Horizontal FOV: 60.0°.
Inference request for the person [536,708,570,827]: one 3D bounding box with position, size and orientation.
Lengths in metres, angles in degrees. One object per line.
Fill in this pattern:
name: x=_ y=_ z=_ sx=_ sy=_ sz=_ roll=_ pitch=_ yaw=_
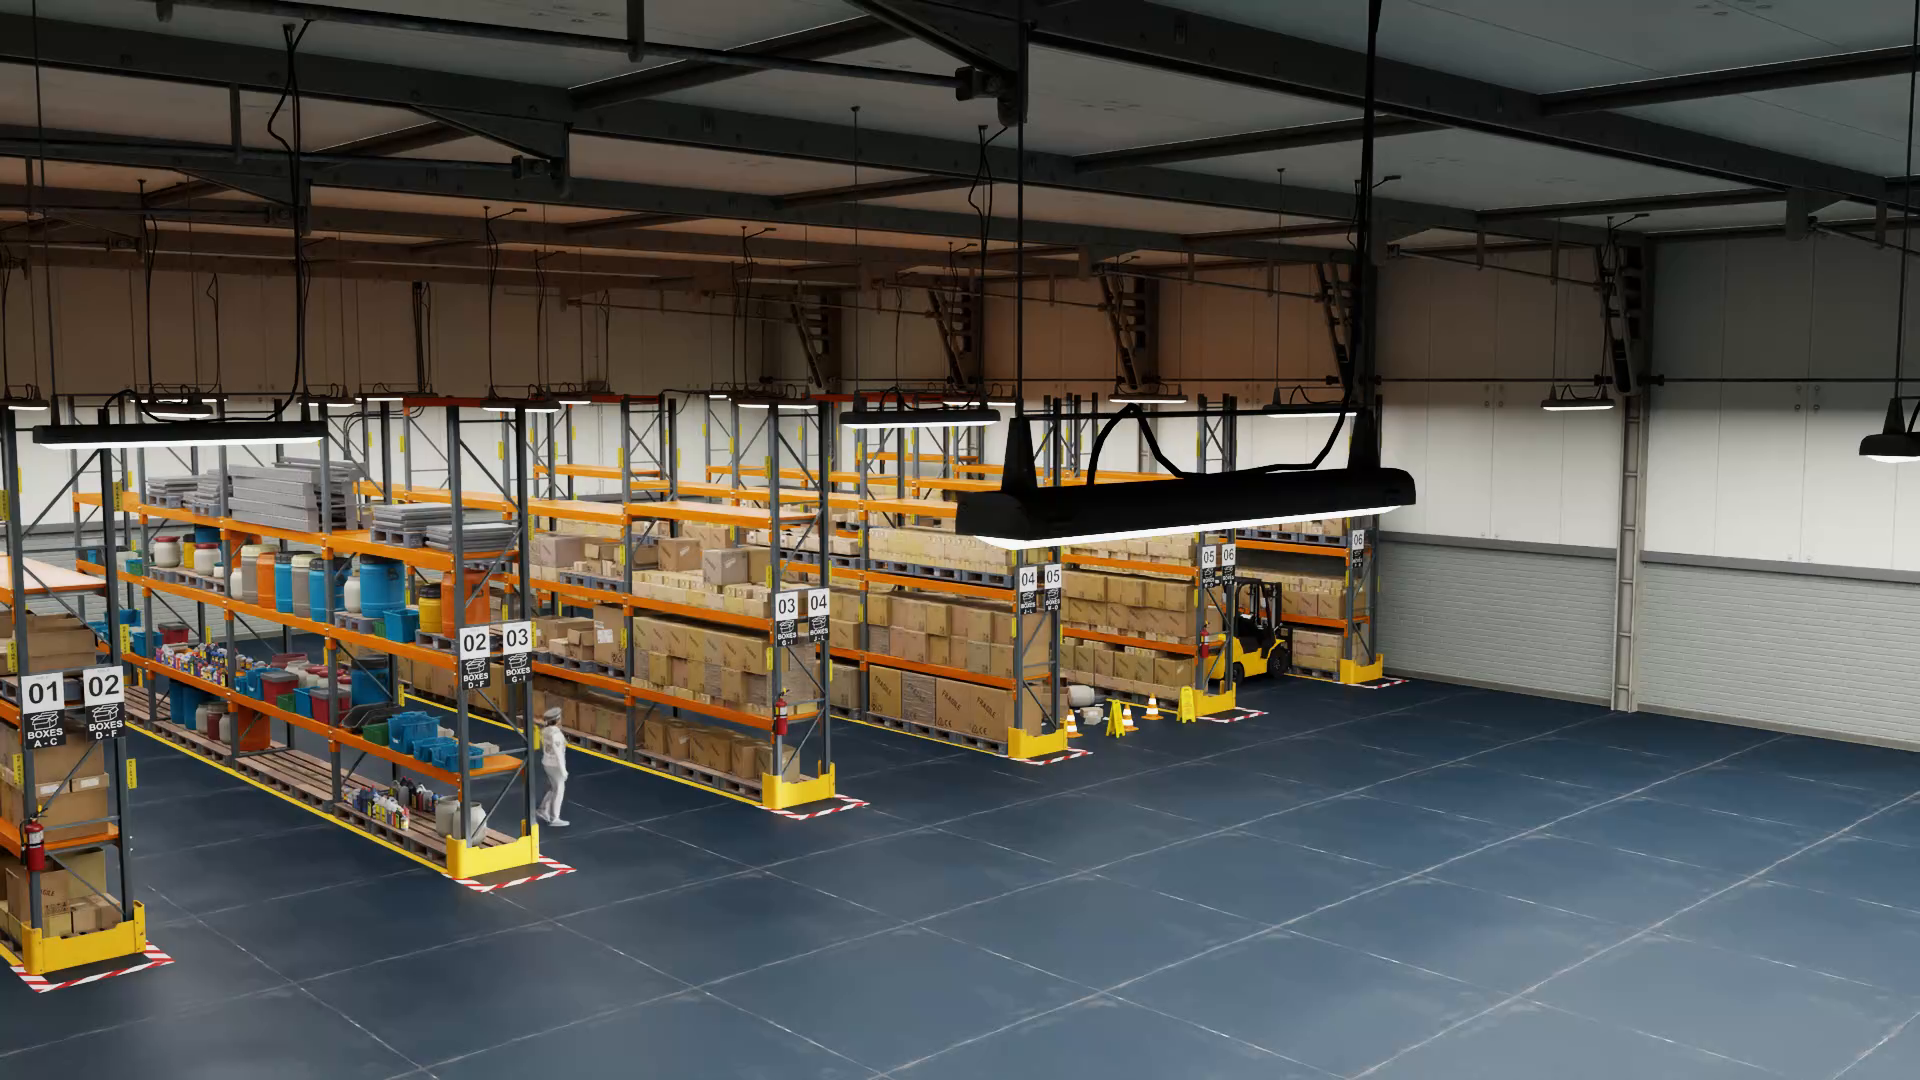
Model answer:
person: x=-5.780 y=3.223 z=23.604 sx=0.418 sy=1.685 sz=0.544 roll=-2 pitch=6 yaw=-20
